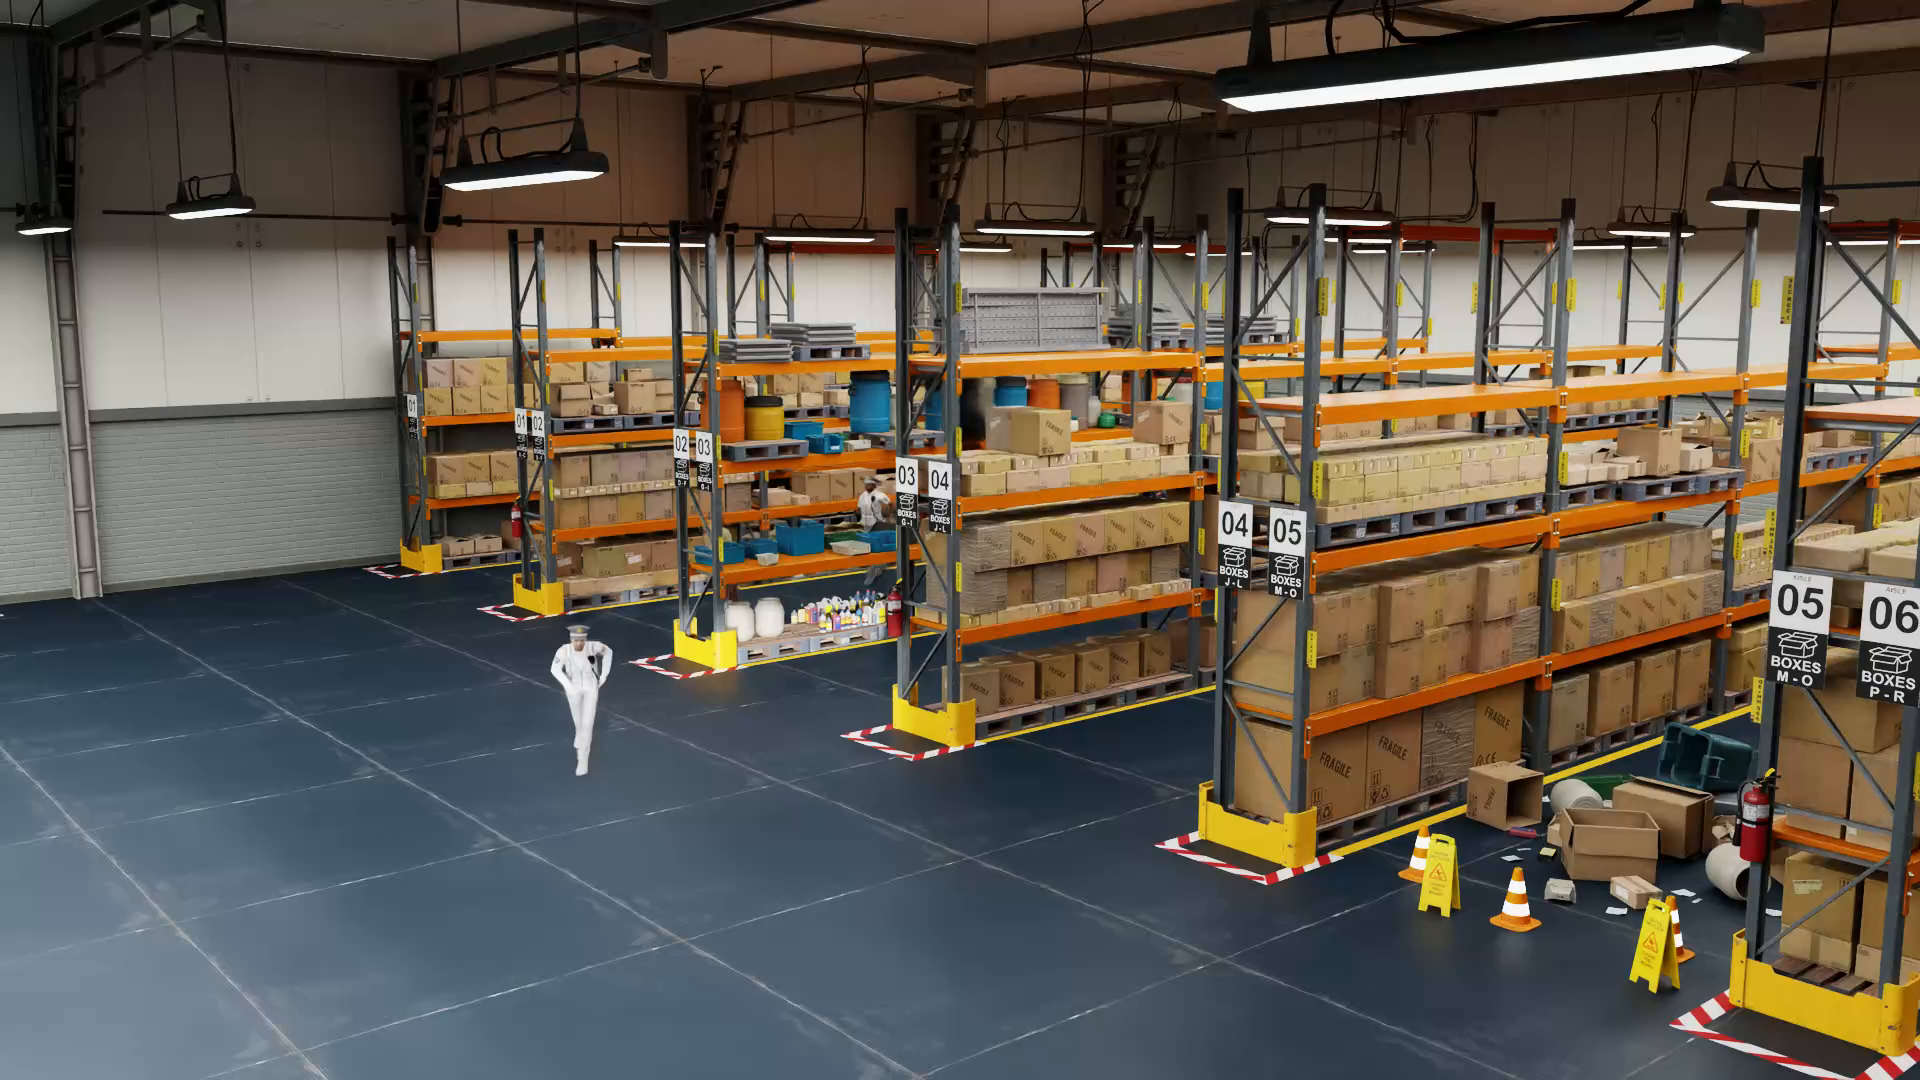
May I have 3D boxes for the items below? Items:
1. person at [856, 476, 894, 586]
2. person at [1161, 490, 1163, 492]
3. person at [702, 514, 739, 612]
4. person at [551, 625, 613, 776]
[{"bbox_3d":[-1.458,-0.172,27.621,0.539,1.821,0.753,7,11,40],"label":"person"},{"bbox_3d":[3.980,-0.420,30.922,0.824,1.765,0.708,-8,12,-44],"label":"person"},{"bbox_3d":[-3.590,0.330,24.789,0.609,1.537,0.861,4,10,23],"label":"person"},{"bbox_3d":[-4.085,1.652,18.007,0.655,1.624,0.978,-2,9,-15],"label":"person"}]
